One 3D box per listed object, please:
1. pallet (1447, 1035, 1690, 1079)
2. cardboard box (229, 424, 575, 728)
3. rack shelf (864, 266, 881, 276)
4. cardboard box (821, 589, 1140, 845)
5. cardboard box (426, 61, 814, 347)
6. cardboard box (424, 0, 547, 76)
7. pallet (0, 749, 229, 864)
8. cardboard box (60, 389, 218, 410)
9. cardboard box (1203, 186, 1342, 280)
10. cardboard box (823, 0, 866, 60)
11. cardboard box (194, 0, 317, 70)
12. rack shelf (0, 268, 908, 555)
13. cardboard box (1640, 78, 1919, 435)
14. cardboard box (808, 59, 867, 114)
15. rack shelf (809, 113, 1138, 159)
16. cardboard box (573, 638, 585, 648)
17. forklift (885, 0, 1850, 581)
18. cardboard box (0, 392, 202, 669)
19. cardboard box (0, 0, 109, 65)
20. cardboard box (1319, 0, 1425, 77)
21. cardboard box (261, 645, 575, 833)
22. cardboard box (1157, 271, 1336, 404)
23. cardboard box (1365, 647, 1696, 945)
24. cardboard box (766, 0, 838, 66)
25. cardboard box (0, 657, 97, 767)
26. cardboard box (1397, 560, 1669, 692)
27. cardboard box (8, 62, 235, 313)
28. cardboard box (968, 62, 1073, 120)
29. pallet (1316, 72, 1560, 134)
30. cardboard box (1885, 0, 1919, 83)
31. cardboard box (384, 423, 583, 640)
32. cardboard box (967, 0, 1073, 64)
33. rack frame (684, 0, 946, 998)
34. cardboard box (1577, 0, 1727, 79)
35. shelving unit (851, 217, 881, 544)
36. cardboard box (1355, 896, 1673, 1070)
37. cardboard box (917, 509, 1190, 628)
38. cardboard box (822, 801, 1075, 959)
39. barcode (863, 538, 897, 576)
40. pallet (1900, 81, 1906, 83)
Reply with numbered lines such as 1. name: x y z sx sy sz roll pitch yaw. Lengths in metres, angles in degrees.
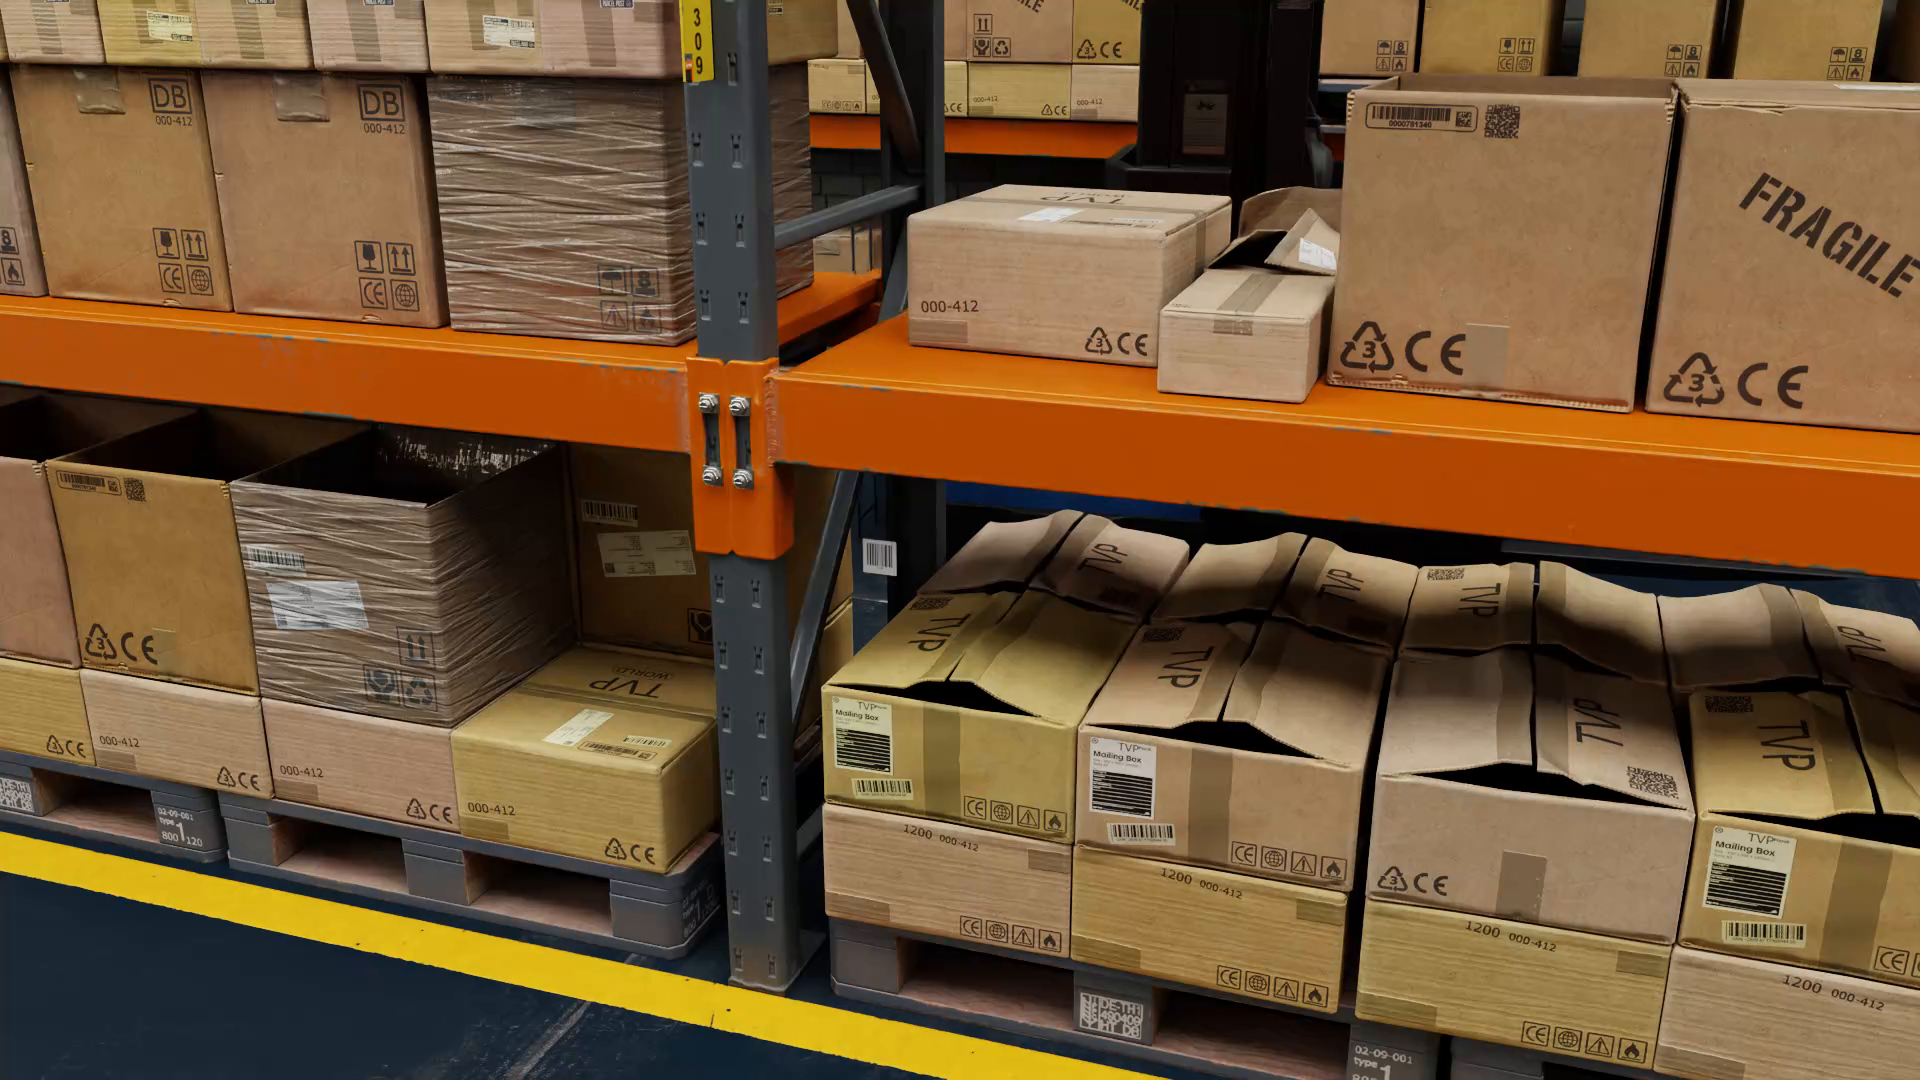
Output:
1. pallet: 1.611 0.871 3.256 1.213 0.211 1.003 7 20 18
2. cardboard box: -1.232 0.062 3.741 0.500 0.500 0.500 7 20 18
3. rack shelf: -0.251 -0.883 5.827 0.180 0.103 0.258 4 20 13
4. cardboard box: 0.055 0.313 3.308 0.500 0.311 0.500 7 20 18
5. cardboard box: -0.675 -0.737 3.483 0.500 0.500 0.700 6 20 17
6. cardboard box: -0.814 -0.988 3.216 0.250 0.149 0.380 6 20 17
7. pallet: -2.148 0.442 4.487 1.213 0.211 1.003 7 20 18
8. cardboard box: -2.007 -0.207 4.513 0.500 0.500 0.500 7 20 18
9. cardboard box: 0.637 -0.543 3.281 0.258 0.266 0.396 6 20 17
10. cardboard box: -0.617 -2.598 8.031 0.500 0.500 0.500 7 20 20
11. cardboard box: -1.311 -1.043 3.375 0.250 0.149 0.380 6 20 18
12. rack shelf: -2.143 -0.521 4.106 4.000 0.370 1.077 7 20 18
13. cardboard box: 1.437 -0.492 2.780 0.500 0.500 0.500 7 20 18
14. cardboard box: -0.603 -2.240 8.144 0.500 0.250 0.500 7 20 19
15. rack shelf: -0.521 -2.061 8.525 4.000 0.370 1.077 7 20 18
16. cardboard box: -1.063 0.256 4.324 0.500 0.250 0.500 7 20 18
17. forklift: 1.321 -1.281 5.300 3.031 2.935 1.130 4 20 13
18. cardboard box: -2.183 -0.040 4.035 0.500 0.500 0.500 7 20 18
19. cardboard box: -1.780 -1.098 3.532 0.250 0.149 0.380 7 20 20
20. cardboard box: 1.838 -2.374 7.510 0.500 0.500 0.700 7 20 18
21. cardboard box: -1.233 0.417 3.863 0.500 0.250 0.500 7 20 18
22. cardboard box: 0.516 -0.366 2.952 0.250 0.149 0.380 7 20 18
23. cardboard box: 1.015 0.424 2.989 0.500 0.311 0.500 6 20 16
24. cardboard box: -0.444 -1.087 3.500 0.250 0.149 0.380 6 20 18
25. cardboard box: -2.183 0.313 4.159 0.500 0.250 0.500 7 20 18
26. cardboard box: 1.187 0.255 3.476 0.500 0.311 0.500 6 20 18
27. cardboard box: -1.648 -0.848 3.799 0.500 0.500 0.700 7 20 19
28. cardboard box: 0.353 -2.137 7.847 0.500 0.250 0.500 7 20 18
29. pallet: 2.042 -1.967 7.452 1.213 0.211 1.003 7 20 18
30. cardboard box: 4.162 -2.107 6.744 0.500 0.500 0.700 5 20 13
31. cardboard box: -1.064 -0.097 4.198 0.500 0.500 0.500 7 20 18
32. cardboard box: 0.347 -2.485 7.705 0.500 0.500 0.500 6 20 18
33. rack frame: -0.254 -0.644 3.367 0.127 3.000 1.000 7 20 18
34. cardboard box: 2.995 -2.250 7.154 0.500 0.500 0.700 10 21 26
35. shelving unit: -0.251 -0.585 5.931 0.189 1.200 0.258 4 20 13
36. cardboard box: 1.018 0.687 3.087 0.500 0.250 0.500 6 20 16
37. cardboard box: 0.223 0.146 3.789 0.500 0.311 0.500 7 20 18
38. cardboard box: 0.046 0.576 3.405 0.500 0.250 0.500 6 20 17
39. barcode: -0.150 0.032 3.098 0.075 0.075 0.001 7 20 18
40. pallet: 4.438 -1.706 6.705 1.003 0.211 1.213 7 20 18
